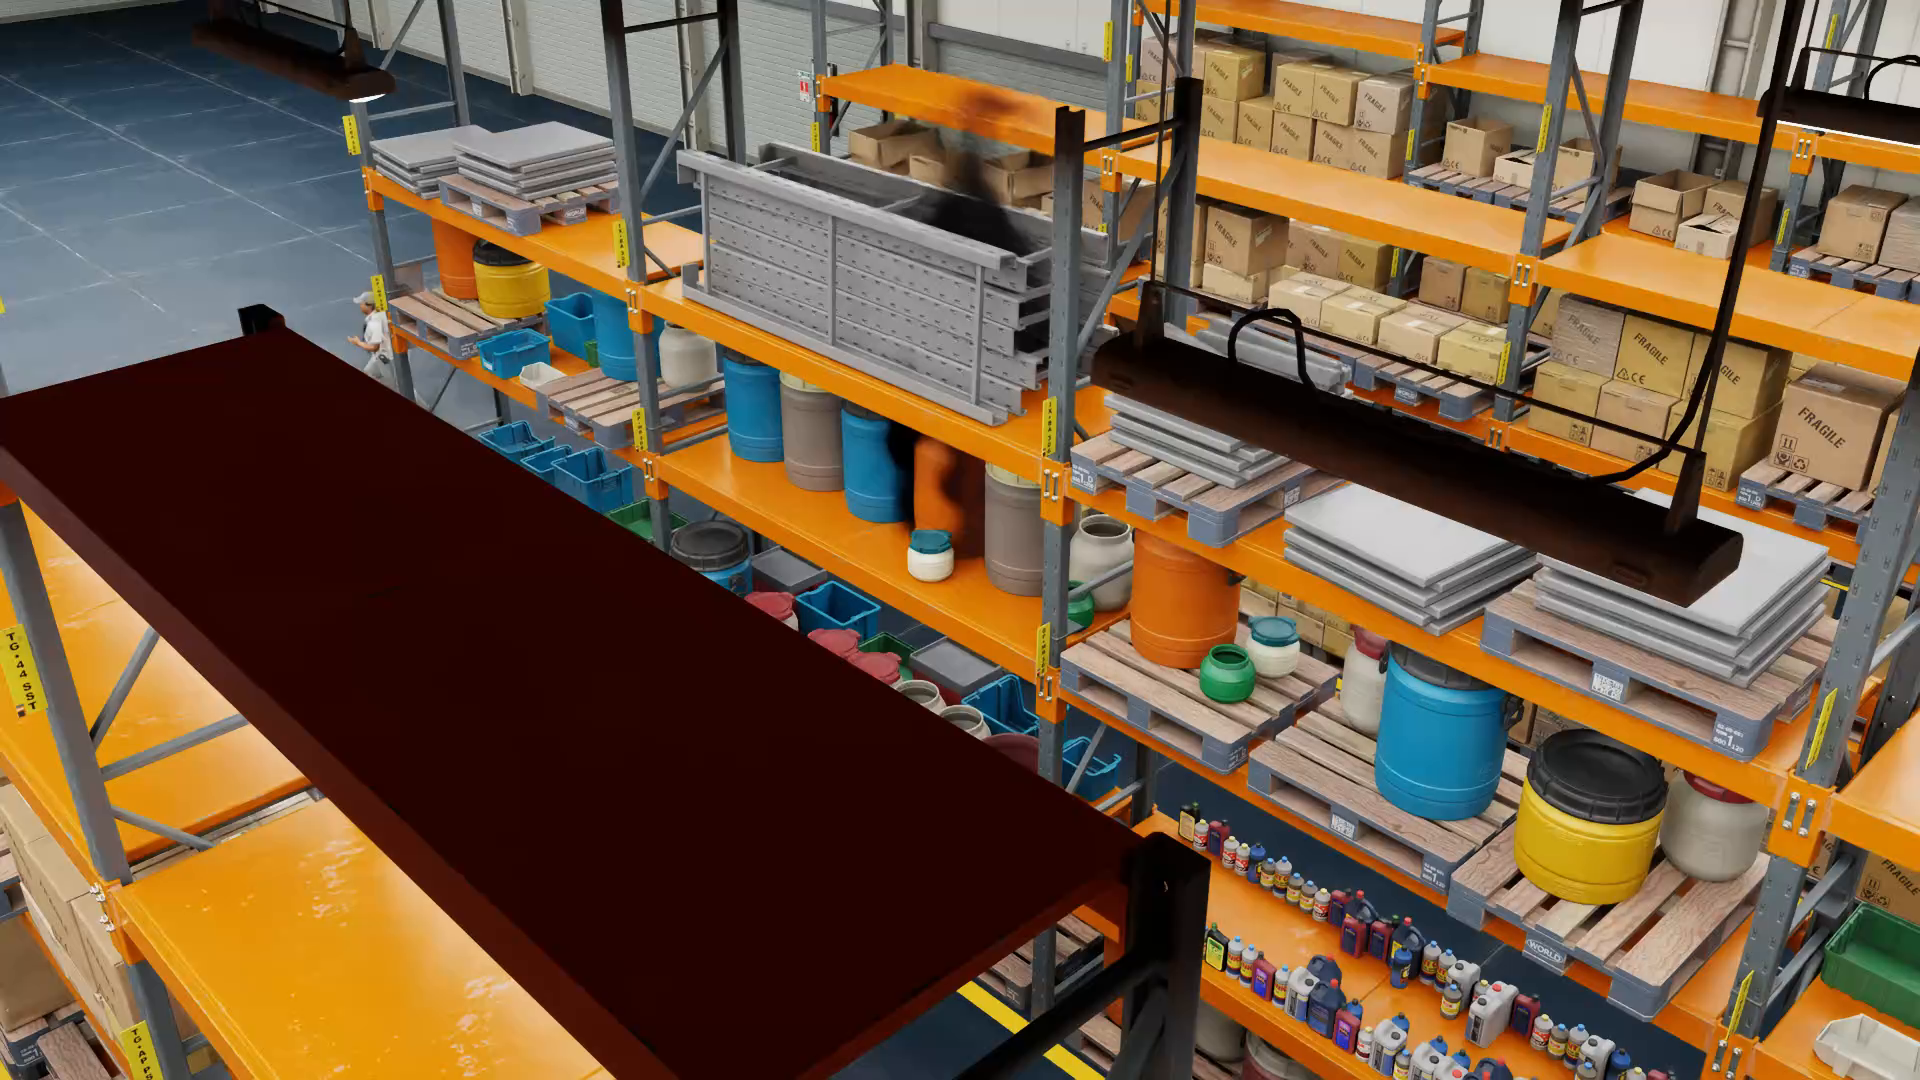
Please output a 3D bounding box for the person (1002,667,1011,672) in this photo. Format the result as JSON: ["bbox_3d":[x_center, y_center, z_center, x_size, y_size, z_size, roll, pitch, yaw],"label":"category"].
[{"bbox_3d":[0.418,0.396,14.381,0.553,1.661,0.570,17,32,28],"label":"person"}]

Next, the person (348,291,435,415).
[{"bbox_3d":[-6.500,-2.054,18.948,0.796,1.662,0.630,-5,29,-9],"label":"person"}]
